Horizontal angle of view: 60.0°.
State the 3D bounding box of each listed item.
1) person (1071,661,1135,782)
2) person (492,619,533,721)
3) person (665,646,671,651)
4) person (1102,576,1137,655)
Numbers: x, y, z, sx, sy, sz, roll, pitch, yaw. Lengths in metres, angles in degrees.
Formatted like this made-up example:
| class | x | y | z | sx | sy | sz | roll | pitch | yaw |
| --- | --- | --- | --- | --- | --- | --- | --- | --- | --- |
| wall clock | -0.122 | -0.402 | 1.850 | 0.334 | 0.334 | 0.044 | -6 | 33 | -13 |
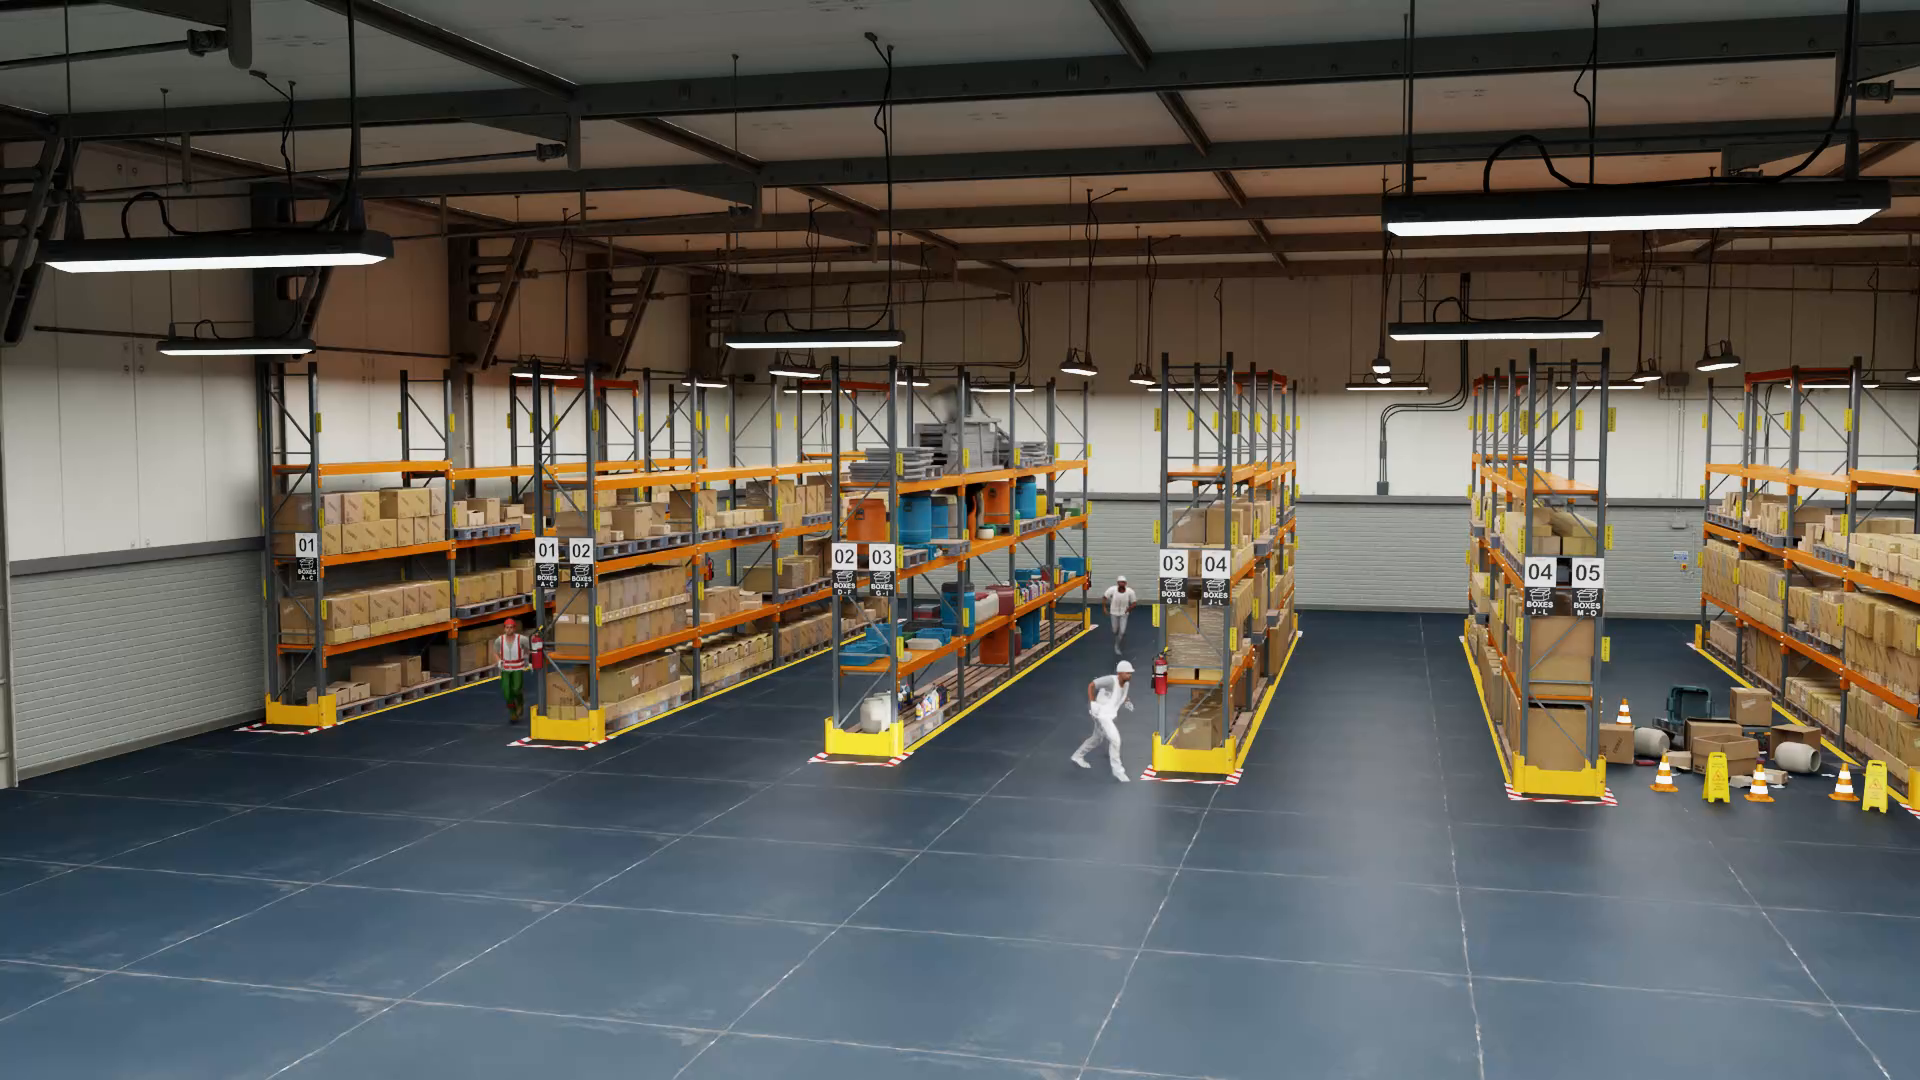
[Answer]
| class | x | y | z | sx | sy | sz | roll | pitch | yaw |
| --- | --- | --- | --- | --- | --- | --- | --- | --- | --- |
| person | 1.997 | 2.533 | 23.444 | 1.055 | 1.732 | 0.730 | 3 | 5 | 40 |
| person | -7.469 | 2.176 | 27.749 | 0.661 | 1.734 | 0.642 | 0 | 4 | -5 |
| person | -6.368 | 1.665 | 35.909 | 0.561 | 1.621 | 0.573 | 1 | 4 | 11 |
| person | 3.464 | 1.623 | 36.137 | 0.744 | 1.714 | 0.687 | 0 | 4 | 6 |
